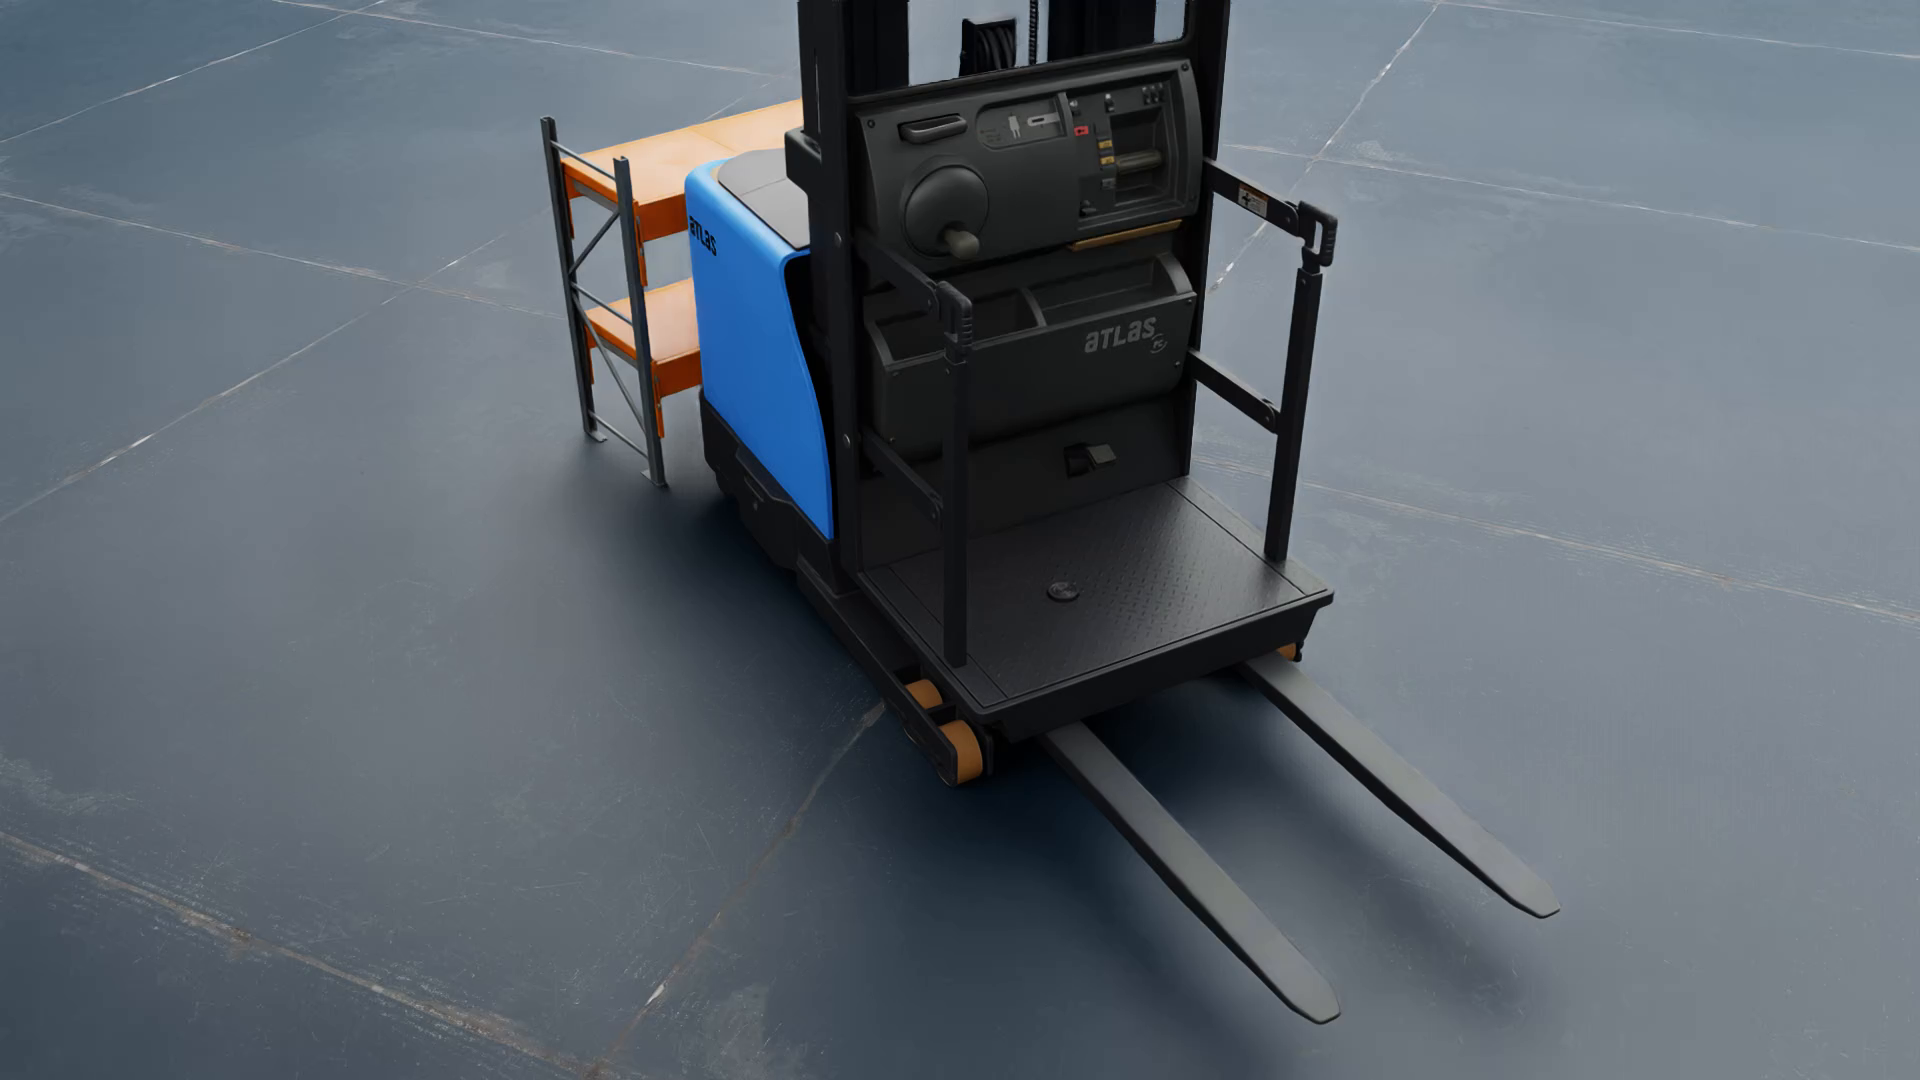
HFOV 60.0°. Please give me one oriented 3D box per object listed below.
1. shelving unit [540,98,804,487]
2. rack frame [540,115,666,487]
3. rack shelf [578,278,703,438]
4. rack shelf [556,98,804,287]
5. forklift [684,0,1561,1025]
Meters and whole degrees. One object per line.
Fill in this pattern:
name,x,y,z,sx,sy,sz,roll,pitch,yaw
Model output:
shelving unit,-0.759,-0.935,5.651,1.048,1.125,0.538,-25,40,-32
rack frame,-1.150,-0.757,5.379,0.032,1.125,0.500,-25,40,-32
rack shelf,-0.759,-0.731,5.785,1.000,0.278,0.538,-25,40,-32
rack shelf,-0.759,-1.180,5.490,1.000,0.278,0.538,-25,40,-32
forklift,0.296,-0.879,3.918,1.130,2.935,3.031,-17,37,-24
